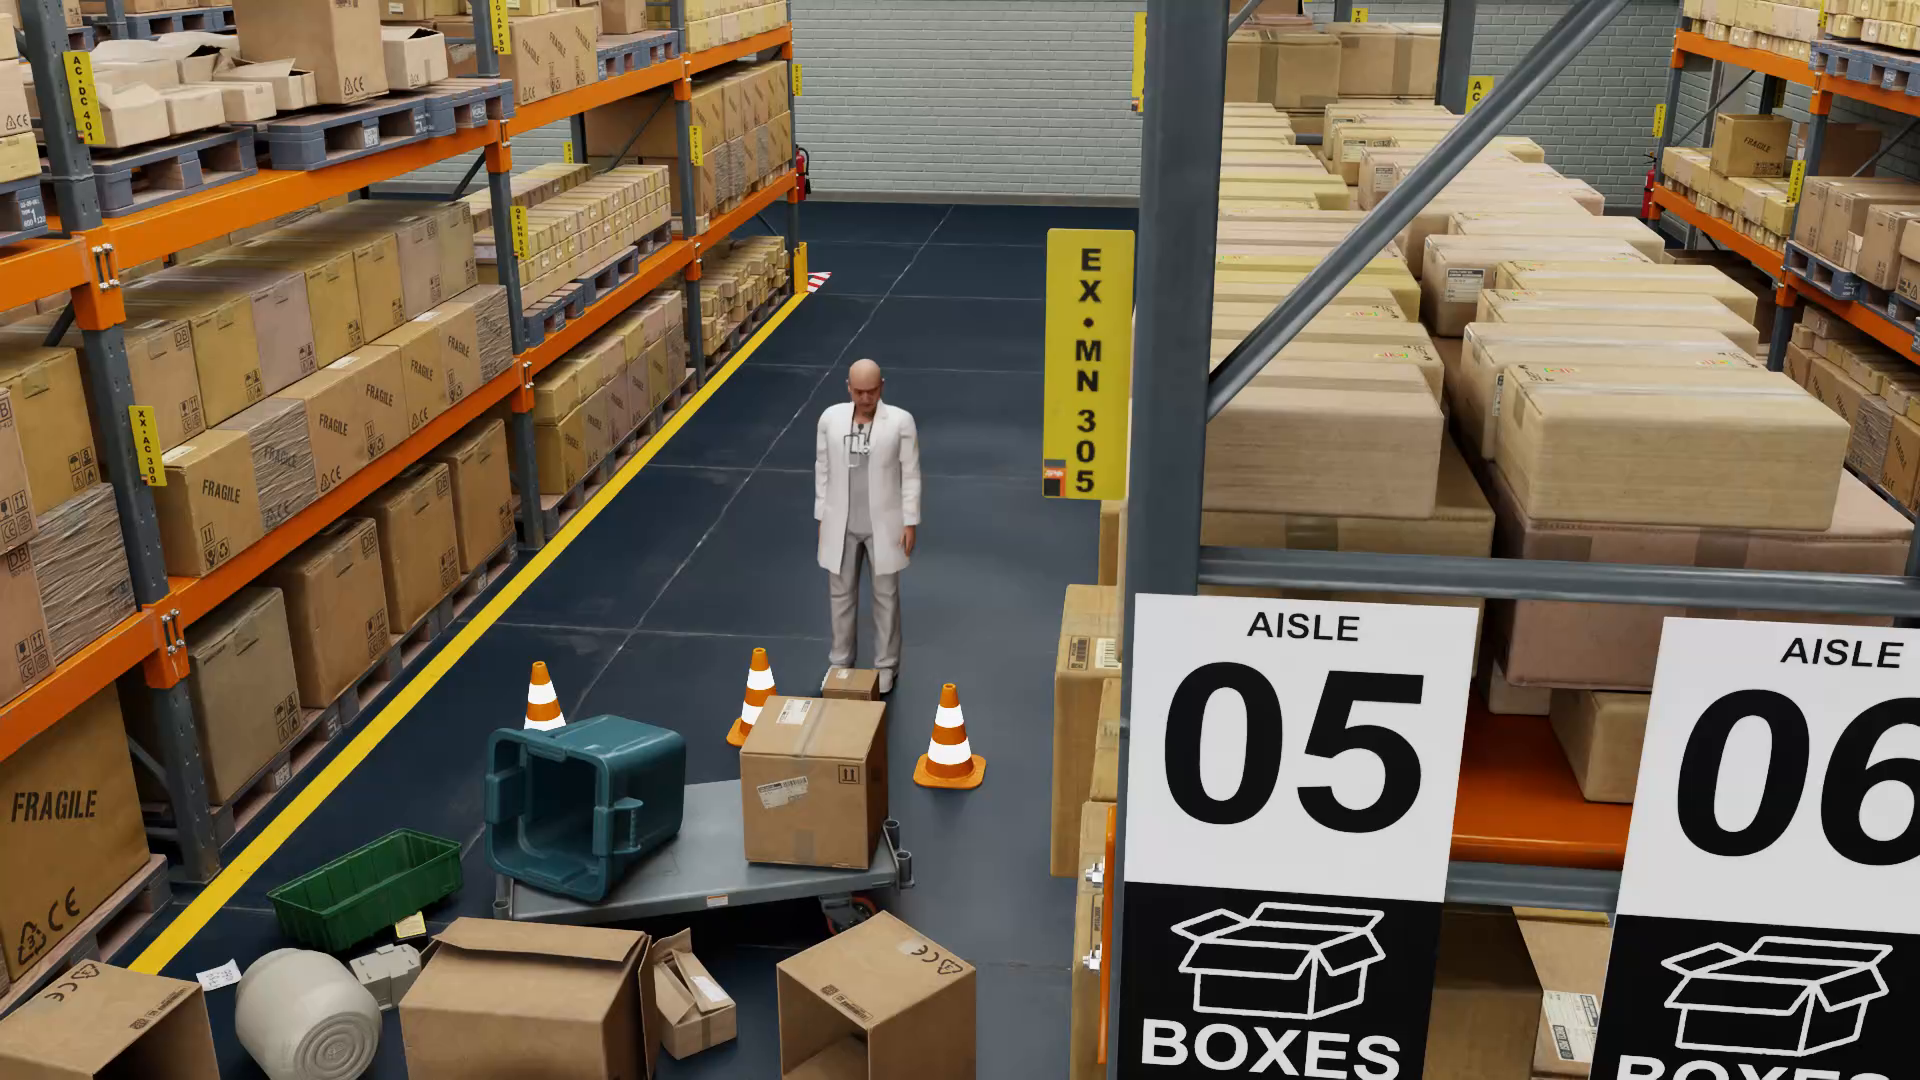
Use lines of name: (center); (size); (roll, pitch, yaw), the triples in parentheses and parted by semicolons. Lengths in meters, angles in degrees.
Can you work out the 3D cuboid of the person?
person: (-0.497, -0.063, 8.734); (0.574, 1.784, 0.416); (3, 21, 7)
